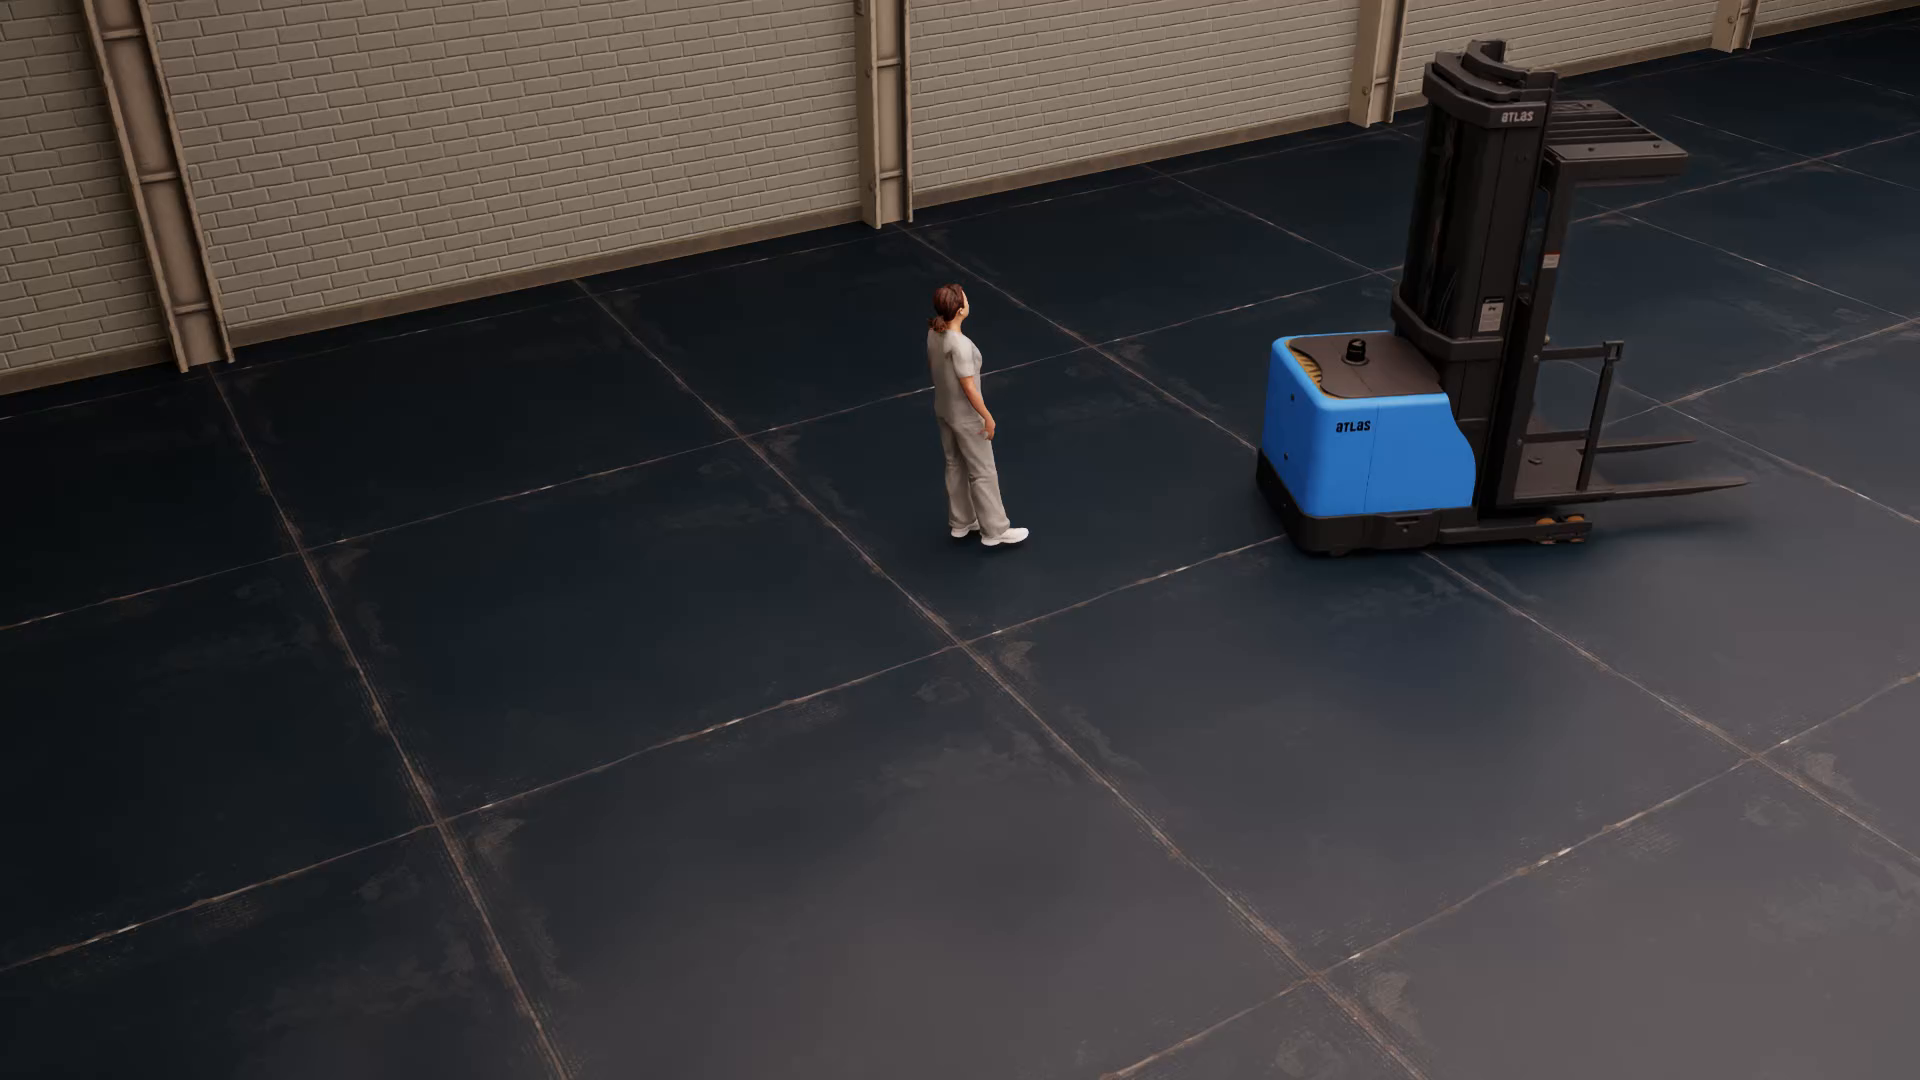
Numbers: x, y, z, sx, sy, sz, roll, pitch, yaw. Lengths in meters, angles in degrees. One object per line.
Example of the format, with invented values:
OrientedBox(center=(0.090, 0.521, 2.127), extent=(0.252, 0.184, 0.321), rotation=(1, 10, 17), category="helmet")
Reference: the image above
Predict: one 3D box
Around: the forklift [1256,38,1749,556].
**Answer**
OrientedBox(center=(3.524, -1.493, 10.140), extent=(3.031, 2.935, 1.130), rotation=(-4, 31, -7), category="forklift")

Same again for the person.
OrientedBox(center=(0.070, -0.768, 10.071), extent=(0.547, 1.660, 0.549), rotation=(-17, 35, -26), category="person")
